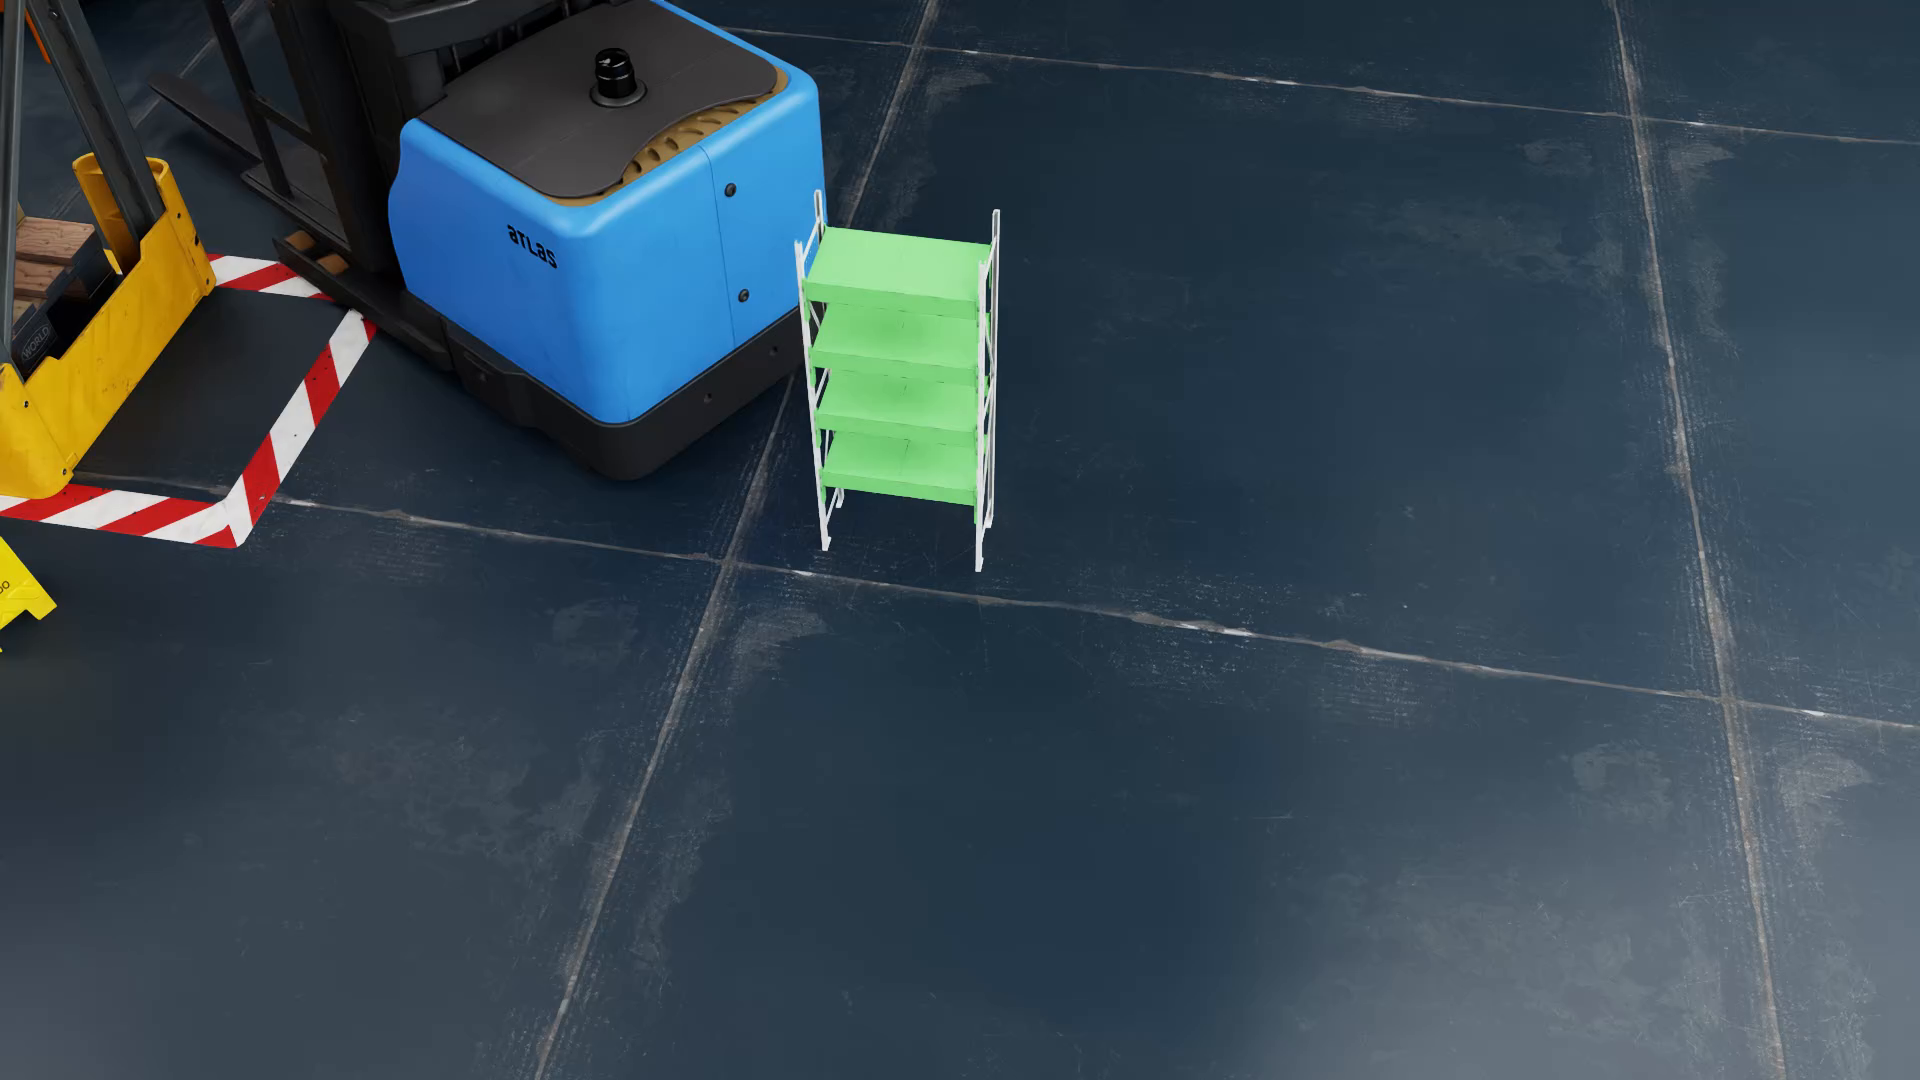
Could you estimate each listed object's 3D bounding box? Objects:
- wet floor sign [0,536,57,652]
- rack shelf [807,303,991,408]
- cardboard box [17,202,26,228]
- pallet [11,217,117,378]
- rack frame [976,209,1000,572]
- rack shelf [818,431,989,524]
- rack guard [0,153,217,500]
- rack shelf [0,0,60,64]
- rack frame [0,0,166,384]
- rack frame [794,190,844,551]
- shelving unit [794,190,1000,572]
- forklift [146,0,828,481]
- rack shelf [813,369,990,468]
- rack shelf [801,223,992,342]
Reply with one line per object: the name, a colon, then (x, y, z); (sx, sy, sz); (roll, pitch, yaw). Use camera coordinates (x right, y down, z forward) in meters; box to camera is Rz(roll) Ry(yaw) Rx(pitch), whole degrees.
wet floor sign: (-2.918, 0.029, 4.790); (0.232, 0.644, 0.267); (23, 52, 20)
rack shelf: (-0.163, -0.541, 4.692); (0.480, 0.148, 0.258); (8, 49, 7)
cardboard box: (-3.659, -1.097, 5.785); (0.500, 0.250, 0.500); (7, 48, 7)
pallet: (-3.783, -0.778, 5.807); (1.213, 0.211, 1.003); (8, 49, 7)
rack frame: (0.077, -0.391, 4.794); (0.015, 1.200, 0.240); (8, 49, 7)
rack shelf: (-0.163, -0.220, 5.049); (0.480, 0.148, 0.258); (8, 49, 7)
rack guard: (-2.989, -0.741, 5.580); (0.348, 0.500, 1.175); (8, 49, 7)
rack shelf: (-4.883, -1.590, 5.146); (4.000, 0.370, 1.077); (8, 49, 7)
rack frame: (-2.915, -1.566, 4.641); (0.127, 3.000, 1.000); (8, 49, 7)
rack frame: (-0.403, -0.455, 4.852); (0.015, 1.200, 0.240); (8, 49, 7)
shelving unit: (-0.163, -0.423, 4.823); (0.503, 1.200, 0.258); (8, 49, 7)
forklift: (-1.866, -2.119, 5.183); (3.031, 2.935, 1.130); (33, 56, 26)
rack shelf: (-0.163, -0.380, 4.871); (0.480, 0.148, 0.258); (8, 49, 7)
rack shelf: (-0.163, -0.701, 4.514); (0.480, 0.148, 0.258); (8, 49, 7)
